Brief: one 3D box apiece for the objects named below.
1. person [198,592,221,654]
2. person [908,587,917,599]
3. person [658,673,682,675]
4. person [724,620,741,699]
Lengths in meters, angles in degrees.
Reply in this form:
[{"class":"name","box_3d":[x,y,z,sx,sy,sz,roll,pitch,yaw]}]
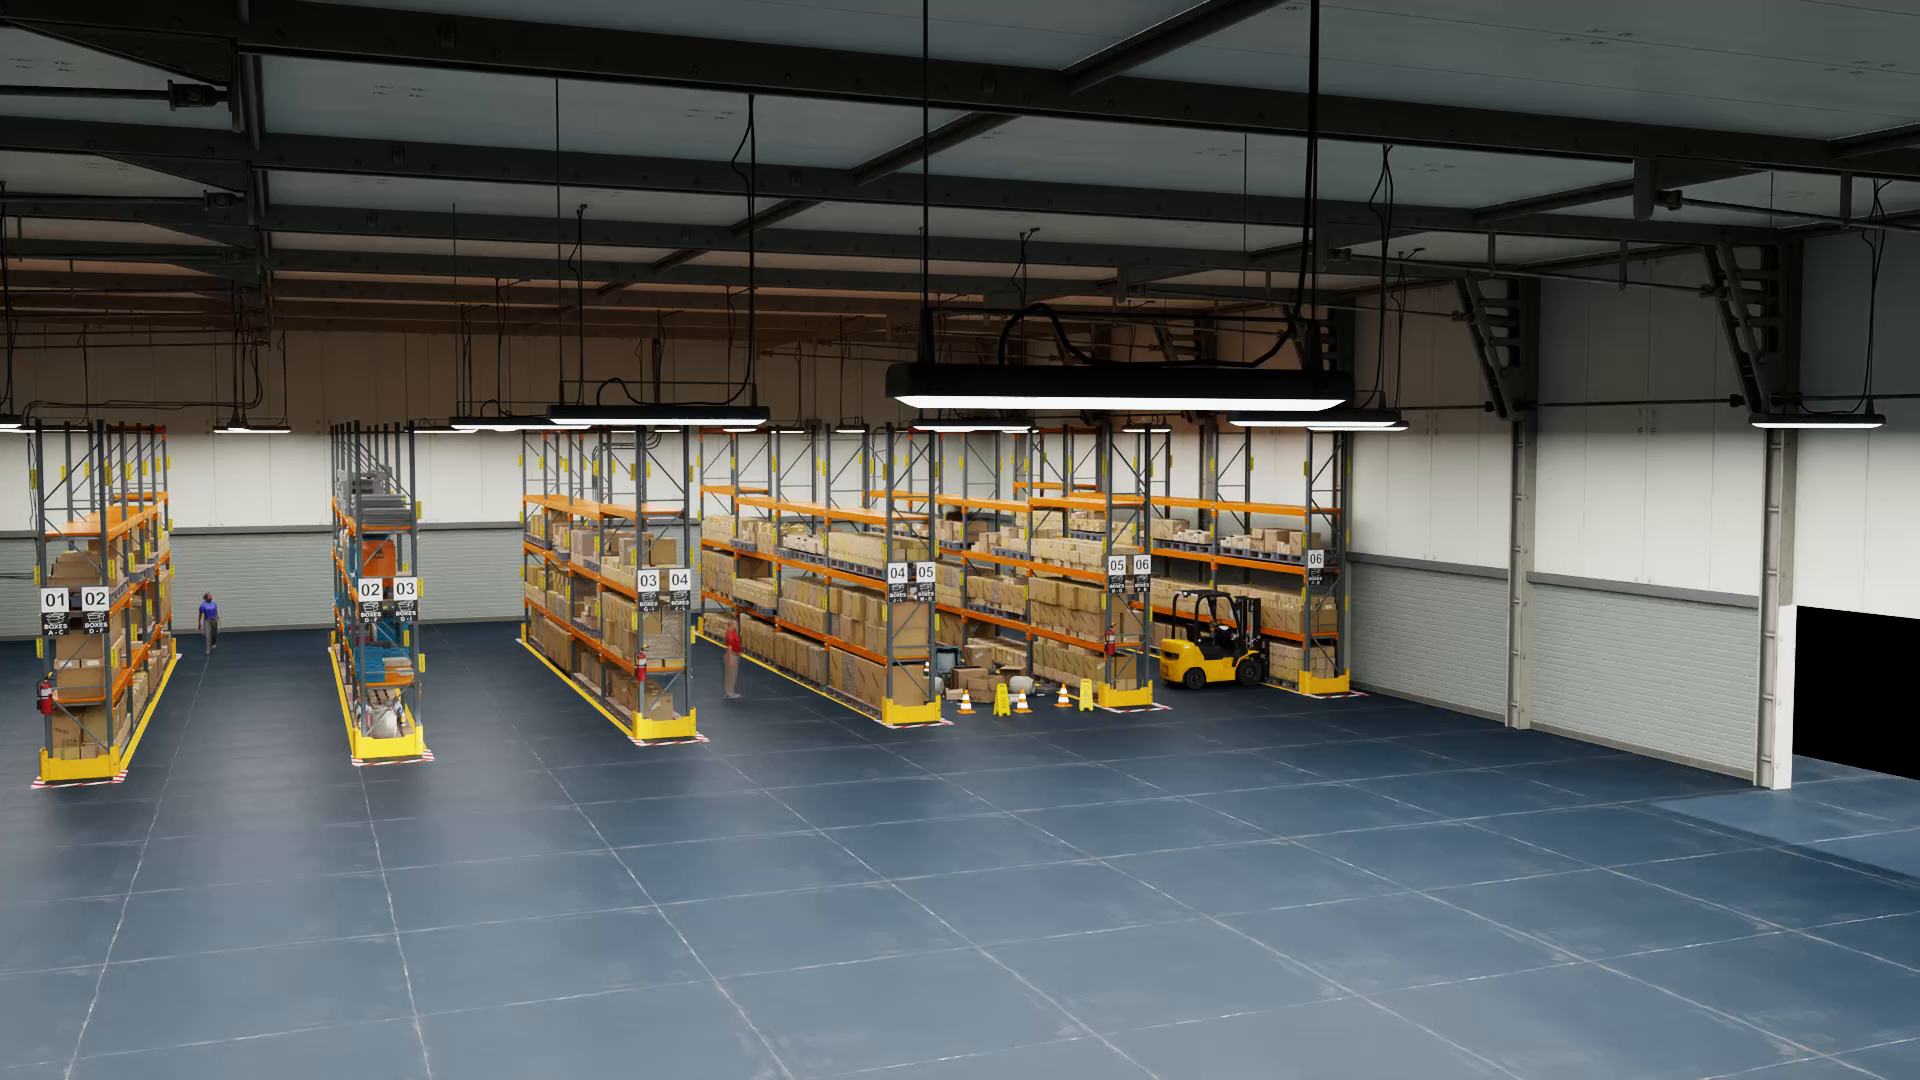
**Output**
[{"class":"person","box_3d":[-19.809,2.172,43.863,0.534,1.606,0.951,-2,4,-29]},{"class":"person","box_3d":[-1.073,2.054,42.521,0.626,1.733,0.629,1,4,9]},{"class":"person","box_3d":[-6.967,2.407,39.847,0.563,1.711,0.625,0,4,6]},{"class":"person","box_3d":[-4.965,2.595,36.285,0.368,1.732,0.652,0,4,-1]}]
